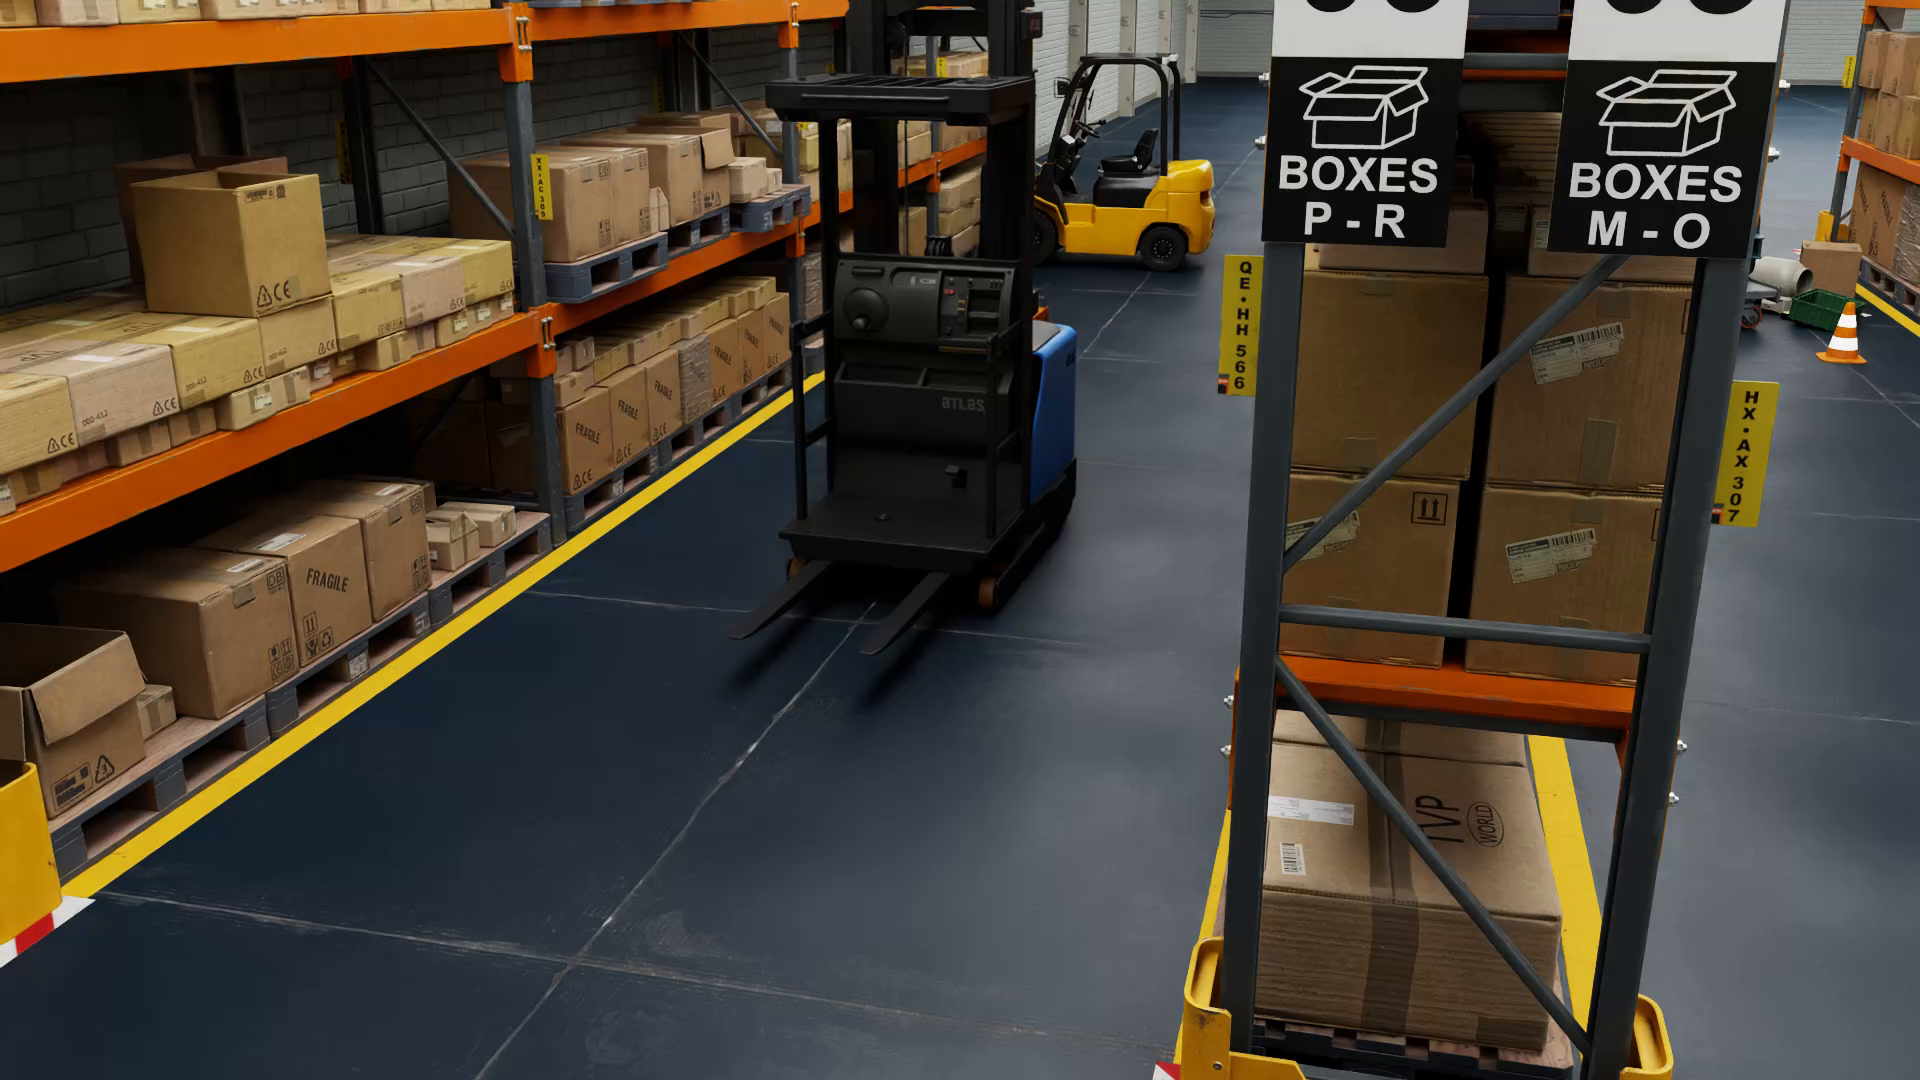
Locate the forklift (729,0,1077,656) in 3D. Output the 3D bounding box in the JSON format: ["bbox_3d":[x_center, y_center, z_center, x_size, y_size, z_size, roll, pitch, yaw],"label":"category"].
[{"bbox_3d":[-0.245,-1.187,8.127,1.130,2.935,3.031,6,20,16],"label":"forklift"}]

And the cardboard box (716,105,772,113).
[{"bbox_3d":[-1.732,-3.405,13.358,0.380,0.149,0.250,4,19,12],"label":"cardboard box"}]

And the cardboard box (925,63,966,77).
[{"bbox_3d":[-0.150,-4.751,16.838,0.380,0.149,0.250,5,20,15],"label":"cardboard box"}]

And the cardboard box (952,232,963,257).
[{"bbox_3d":[-0.269,-2.960,16.817,0.500,0.250,0.500,5,19,14],"label":"cardboard box"}]

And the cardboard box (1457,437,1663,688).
[{"bbox_3d":[1.570,0.040,4.276,0.500,0.500,0.500,5,19,13],"label":"cardboard box"}]

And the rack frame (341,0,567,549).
[{"bbox_3d":[-2.662,-1.430,8.732,1.000,3.000,0.127,5,19,13],"label":"rack frame"}]

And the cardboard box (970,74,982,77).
[{"bbox_3d":[0.022,-4.854,17.599,0.380,0.149,0.250,4,19,12],"label":"cardboard box"}]

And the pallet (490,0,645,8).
[{"bbox_3d":[-2.435,-2.959,8.860,1.213,0.211,1.003,5,19,13],"label":"pallet"}]

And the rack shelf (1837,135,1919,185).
[{"bbox_3d":[9.420,-3.473,15.829,1.077,0.370,4.000,5,19,13],"label":"rack shelf"}]

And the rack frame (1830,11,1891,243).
[{"bbox_3d":[9.908,-4.441,17.548,1.000,3.000,0.127,5,19,13],"label":"rack frame"}]

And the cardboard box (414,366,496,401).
[{"bbox_3d":[-2.852,-0.891,9.368,0.380,0.149,0.250,4,19,11],"label":"cardboard box"}]

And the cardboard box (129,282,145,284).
[{"bbox_3d":[-3.289,-1.046,7.382,0.500,0.250,0.500,5,20,15],"label":"cardboard box"}]

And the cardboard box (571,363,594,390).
[{"bbox_3d":[-2.324,-0.937,9.503,0.380,0.149,0.250,4,19,12],"label":"cardboard box"}]

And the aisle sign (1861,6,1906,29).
[{"bbox_3d":[9.635,-5.717,17.262,0.394,0.787,0.004,5,19,13],"label":"aisle sign"}]

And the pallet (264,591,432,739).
[{"bbox_3d":[-3.127,0.489,7.430,1.003,0.211,1.213,5,19,13],"label":"pallet"}]

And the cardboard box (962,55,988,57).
[{"bbox_3d":[0.229,-5.230,18.242,0.380,0.149,0.250,5,20,15],"label":"cardboard box"}]

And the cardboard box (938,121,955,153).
[{"bbox_3d":[-0.346,-4.103,16.404,0.500,0.500,0.500,4,19,12],"label":"cardboard box"}]

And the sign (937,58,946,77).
[{"bbox_3d":[-0.179,-4.408,15.783,0.100,0.325,0.005,5,19,13],"label":"sign"}]

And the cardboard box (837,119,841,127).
[{"bbox_3d":[-1.168,-3.364,13.236,0.380,0.149,0.250,5,19,14],"label":"cardboard box"}]

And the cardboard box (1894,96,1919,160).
[{"bbox_3d":[9.400,-3.883,15.682,0.875,0.550,0.500,5,19,13],"label":"cardboard box"}]

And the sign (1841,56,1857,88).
[{"bbox_3d":[9.372,-4.934,17.529,0.100,0.325,0.005,5,19,13],"label":"sign"}]

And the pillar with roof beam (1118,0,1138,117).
[{"bbox_3d":[7.798,-13.185,33.866,9.100,9.000,0.400,5,19,13],"label":"pillar with roof beam"}]

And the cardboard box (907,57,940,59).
[{"bbox_3d":[-0.425,-5.115,17.904,0.380,0.149,0.250,5,19,14],"label":"cardboard box"}]

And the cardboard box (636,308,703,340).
[{"bbox_3d":[-1.911,-1.418,10.912,0.380,0.149,0.250,4,19,11],"label":"cardboard box"}]

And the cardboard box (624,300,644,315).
[{"bbox_3d":[-2.362,-1.538,11.265,0.380,0.149,0.250,4,19,12],"label":"cardboard box"}]

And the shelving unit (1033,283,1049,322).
[{"bbox_3d":[0.346,-0.911,9.997,0.258,1.200,0.503,6,20,16],"label":"shelving unit"}]

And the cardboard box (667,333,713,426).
[{"bbox_3d":[-1.947,-1.065,10.883,0.500,0.500,0.500,4,19,11],"label":"cardboard box"}]

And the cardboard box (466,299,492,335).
[{"bbox_3d":[-2.538,-1.108,8.178,0.380,0.149,0.250,5,20,15],"label":"cardboard box"}]

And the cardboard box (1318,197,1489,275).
[{"bbox_3d":[1.068,-0.741,4.011,0.380,0.149,0.250,5,19,14],"label":"cardboard box"}]

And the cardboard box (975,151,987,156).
[{"bbox_3d":[0.459,-4.393,19.464,0.500,0.250,0.500,5,20,15],"label":"cardboard box"}]

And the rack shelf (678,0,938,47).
[{"bbox_3d":[-1.197,-4.389,13.870,1.077,0.370,4.000,5,19,13],"label":"rack shelf"}]

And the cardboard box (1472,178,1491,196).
[{"bbox_3d":[1.927,-0.914,5.522,0.500,0.500,0.500,5,19,14],"label":"cardboard box"}]

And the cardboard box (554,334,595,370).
[{"bbox_3d":[-2.300,-1.070,9.433,0.380,0.149,0.250,4,19,11],"label":"cardboard box"}]

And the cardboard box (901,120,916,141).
[{"bbox_3d":[-0.699,-3.767,15.034,0.500,0.250,0.500,4,19,12],"label":"cardboard box"}]

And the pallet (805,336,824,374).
[{"bbox_3d":[-1.446,-1.619,13.600,1.003,0.211,1.213,5,19,13],"label":"pallet"}]

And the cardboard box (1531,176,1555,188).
[{"bbox_3d":[1.699,-0.862,4.366,0.380,0.149,0.250,5,20,15],"label":"cardboard box"}]

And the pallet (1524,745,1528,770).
[{"bbox_3d":[1.594,0.897,6.236,1.003,0.211,1.213,5,19,13],"label":"pallet"}]

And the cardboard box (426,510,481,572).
[{"bbox_3d":[-2.601,-0.025,8.200,0.396,0.266,0.258,5,20,15],"label":"cardboard box"}]

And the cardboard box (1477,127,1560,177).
[{"bbox_3d":[2.011,-1.349,5.791,0.380,0.149,0.250,4,19,12],"label":"cardboard box"}]

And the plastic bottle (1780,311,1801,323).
[{"bbox_3d":[7.535,-2.002,14.955,0.133,0.061,0.283,-5,20,-15],"label":"plastic bottle"}]

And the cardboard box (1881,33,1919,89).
[{"bbox_3d":[9.735,-4.730,16.492,0.875,0.550,0.550,5,19,13],"label":"cardboard box"}]

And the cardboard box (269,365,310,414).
[{"bbox_3d":[-2.886,-0.622,6.758,0.380,0.149,0.250,5,20,15],"label":"cardboard box"}]

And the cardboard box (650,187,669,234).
[{"bbox_3d":[-1.951,-1.970,9.872,0.396,0.266,0.258,6,20,16],"label":"cardboard box"}]

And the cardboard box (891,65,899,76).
[{"bbox_3d":[-0.821,-4.631,16.488,0.380,0.149,0.250,4,19,12],"label":"cardboard box"}]

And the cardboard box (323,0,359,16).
[{"bbox_3d":[-2.759,-2.276,6.959,0.380,0.149,0.250,5,20,15],"label":"cardboard box"}]

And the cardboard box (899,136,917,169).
[{"bbox_3d":[-0.695,-3.529,15.112,0.500,0.250,0.500,5,19,13],"label":"cardboard box"}]

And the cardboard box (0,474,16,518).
[{"bbox_3d":[-3.293,-0.138,5.341,0.380,0.149,0.250,5,19,13],"label":"cardboard box"}]

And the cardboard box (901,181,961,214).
[{"bbox_3d":[-0.285,-3.435,16.660,0.500,0.250,0.500,4,19,13],"label":"cardboard box"}]

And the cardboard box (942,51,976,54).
[{"bbox_3d":[-0.020,-5.597,19.316,0.380,0.149,0.250,4,19,12],"label":"cardboard box"}]

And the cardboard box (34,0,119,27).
[{"bbox_3d":[-3.058,-1.791,5.539,0.380,0.149,0.250,5,20,15],"label":"cardboard box"}]

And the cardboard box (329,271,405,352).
[{"bbox_3d":[-2.793,-1.007,7.267,0.500,0.250,0.500,5,19,13],"label":"cardboard box"}]
